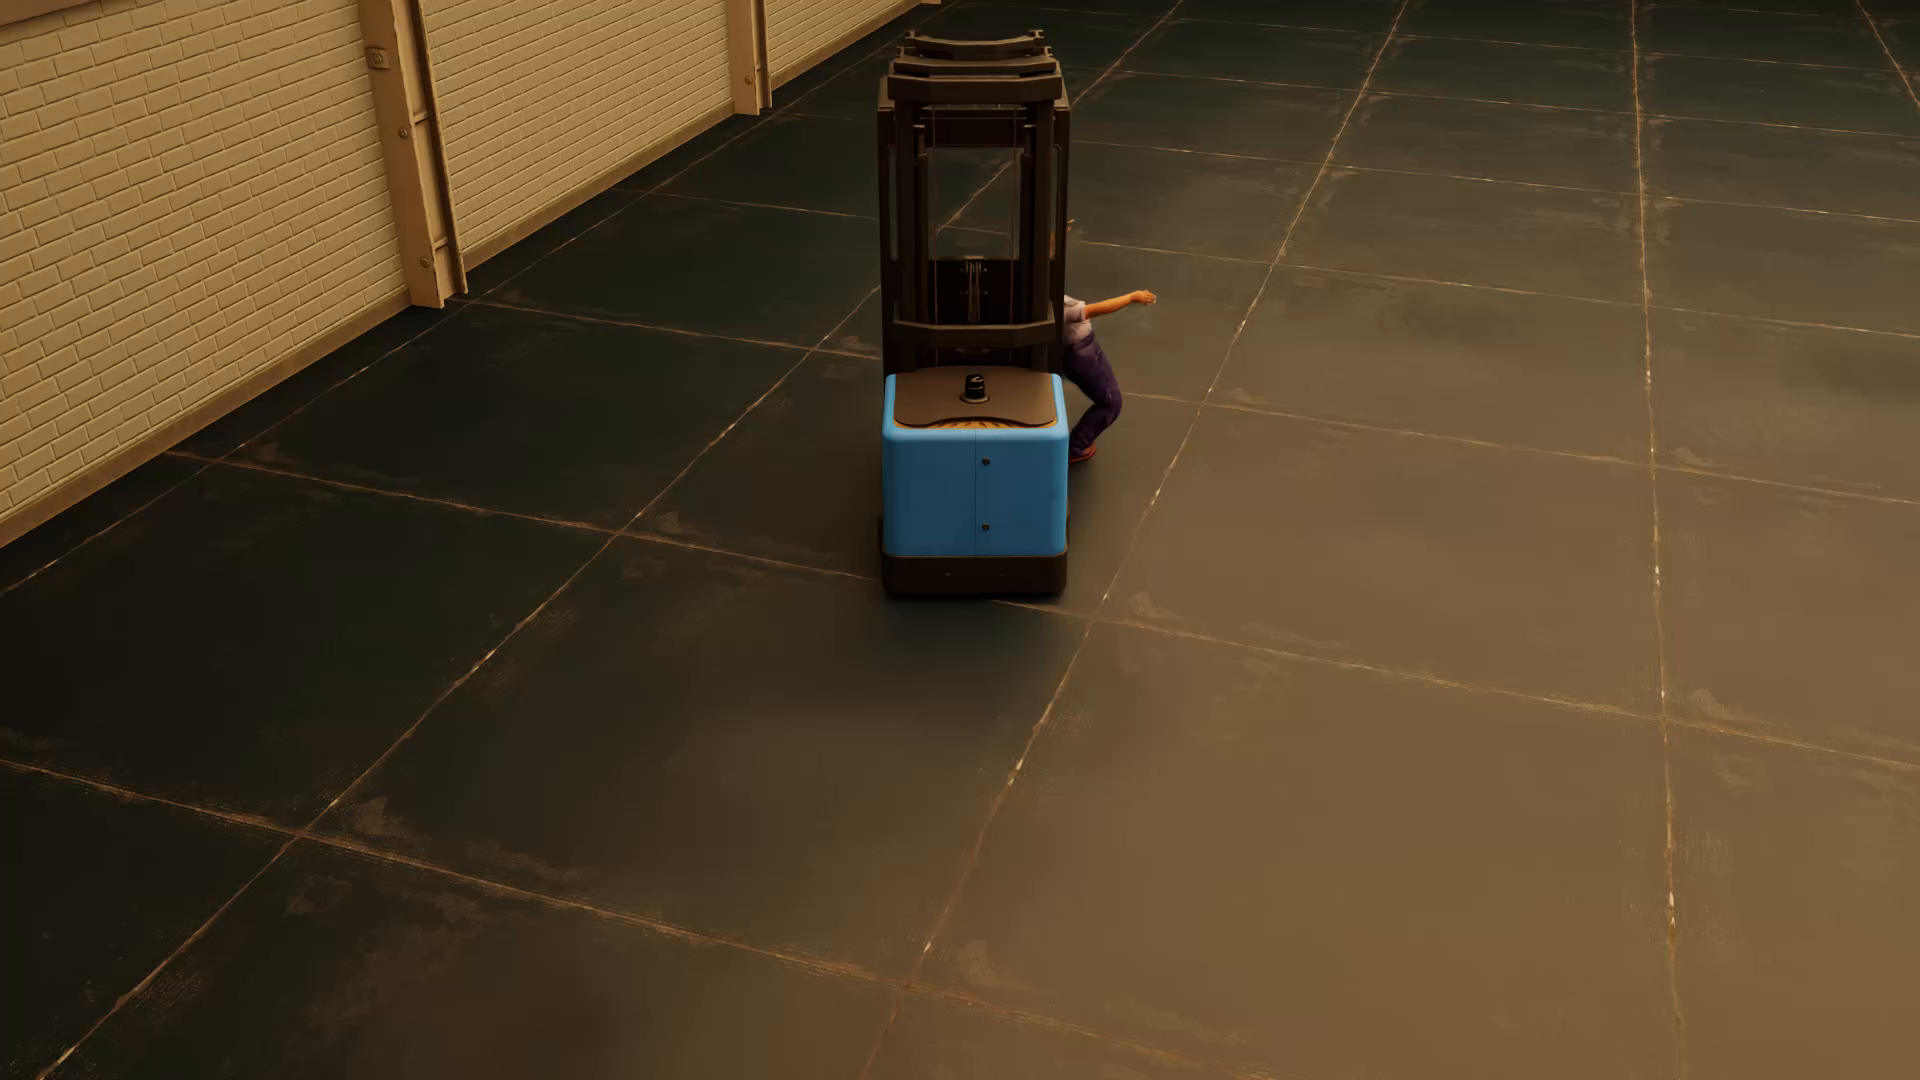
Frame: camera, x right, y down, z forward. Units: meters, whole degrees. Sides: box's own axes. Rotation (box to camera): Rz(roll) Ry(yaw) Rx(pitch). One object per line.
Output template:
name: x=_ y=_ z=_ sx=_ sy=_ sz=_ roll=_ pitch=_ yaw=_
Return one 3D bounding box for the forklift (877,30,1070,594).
forklift: x=0.074 y=-1.658 z=10.045 sx=1.130 sy=2.935 sz=3.031 roll=0 pitch=30 yaw=0

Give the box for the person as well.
person: x=0.694 y=-1.207 z=10.637 sx=1.056 sy=1.513 sz=0.629 roll=23 pitch=37 yaw=35
